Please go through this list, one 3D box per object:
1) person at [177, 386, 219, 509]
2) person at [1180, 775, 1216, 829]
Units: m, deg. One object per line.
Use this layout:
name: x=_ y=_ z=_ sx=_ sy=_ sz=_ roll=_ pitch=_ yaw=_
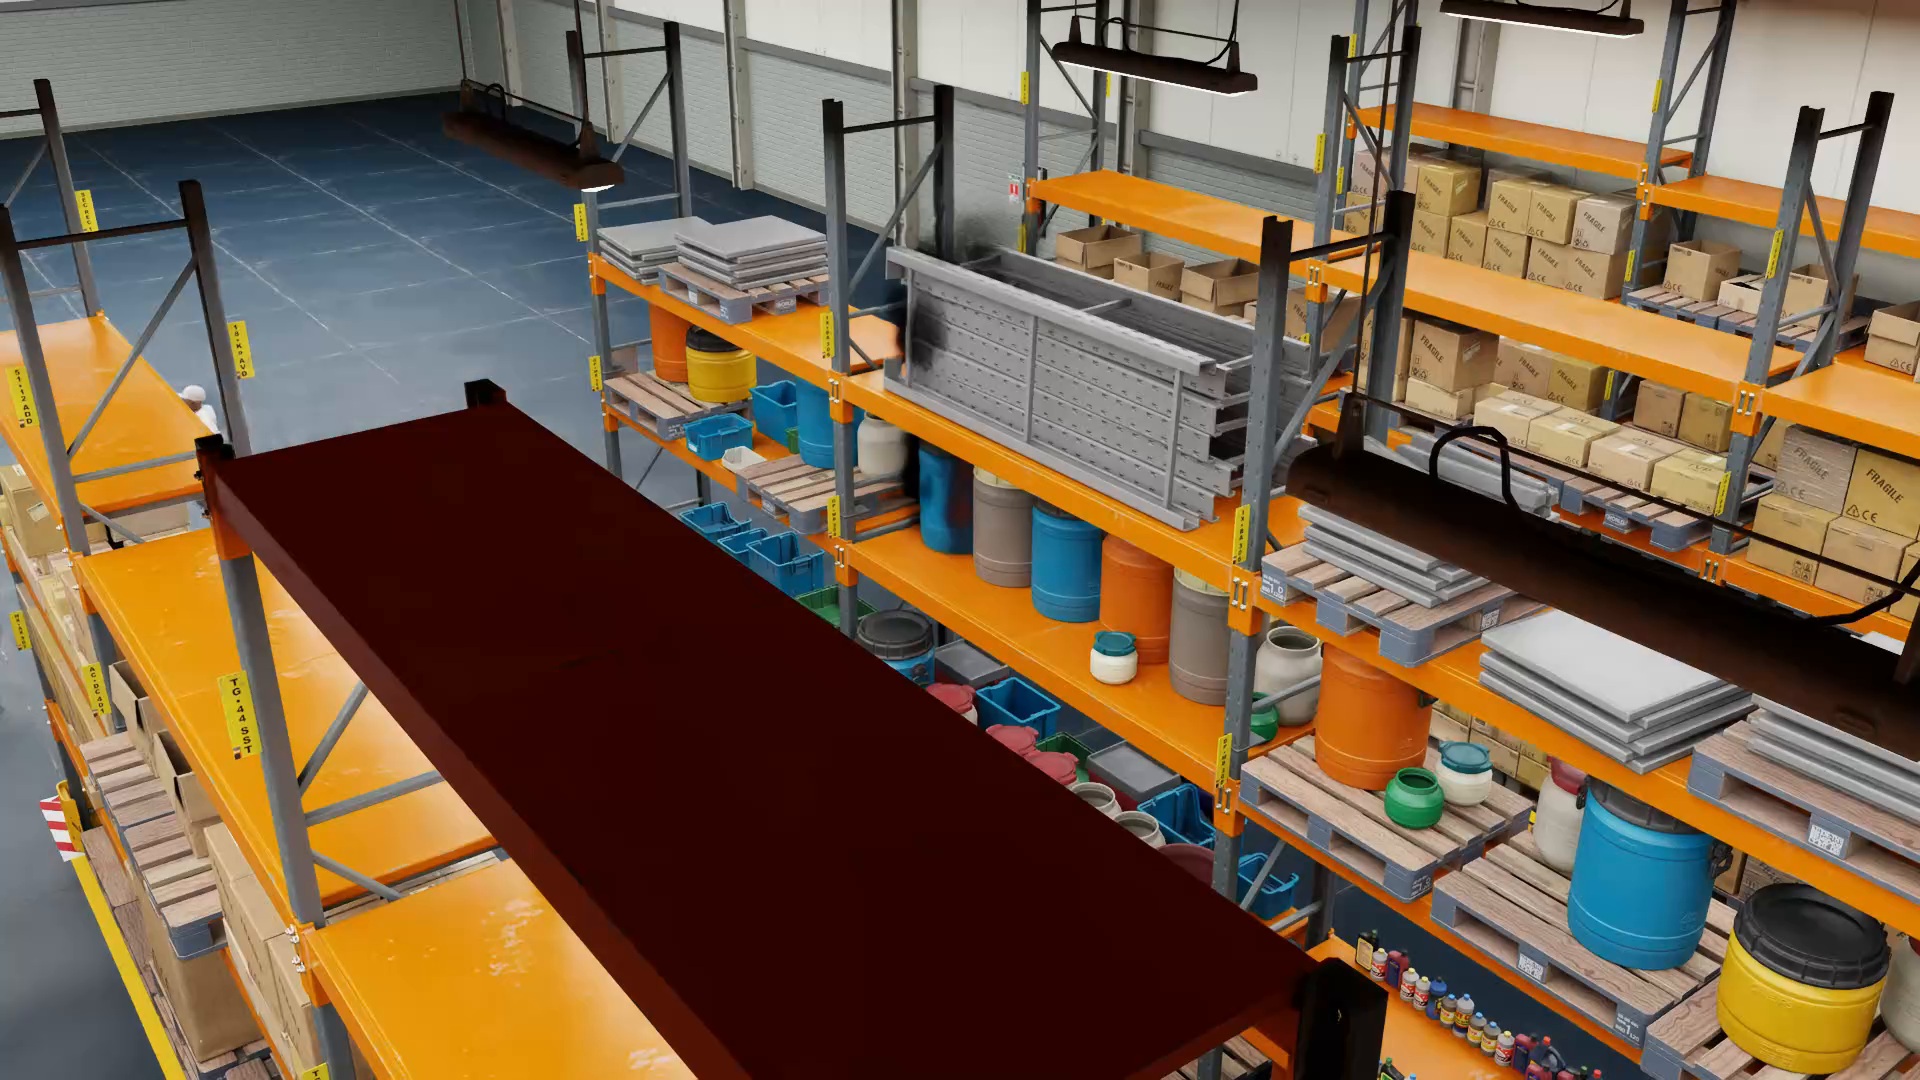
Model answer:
person: x=-8.600 y=-0.924 z=18.899 sx=0.624 sy=1.737 sz=0.696 roll=-4 pitch=25 yaw=-9
person: x=1.806 y=1.702 z=13.314 sx=0.925 sy=1.646 sz=0.606 roll=21 pitch=32 yaw=38
